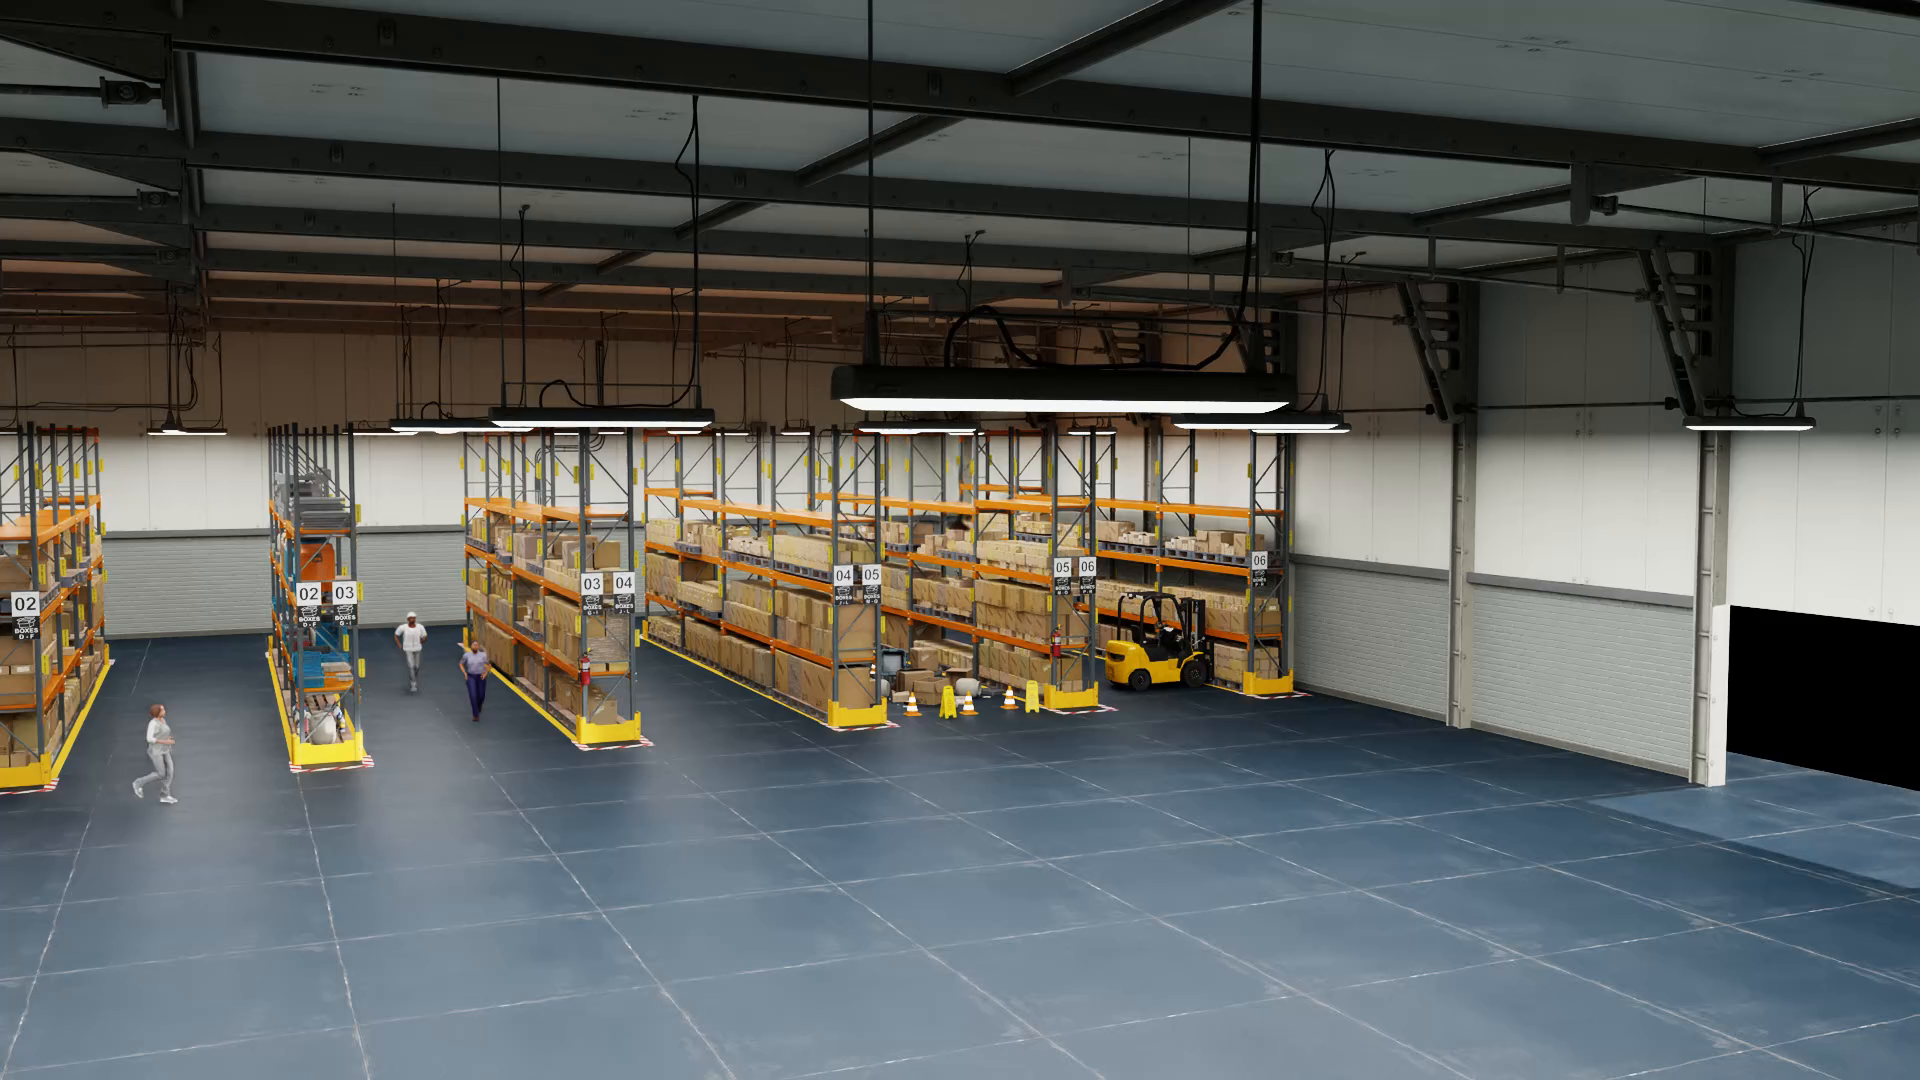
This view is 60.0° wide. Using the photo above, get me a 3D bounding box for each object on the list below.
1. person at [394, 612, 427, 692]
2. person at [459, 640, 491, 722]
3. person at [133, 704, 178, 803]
[{"bbox_3d":[-12.489,2.520,37.902,0.698,1.774,0.853,-2,4,-31],"label":"person"},{"bbox_3d":[-9.886,2.847,33.931,0.618,1.629,0.742,-1,4,-23],"label":"person"},{"bbox_3d":[-12.585,3.345,26.067,0.639,1.566,0.546,0,3,-2],"label":"person"}]
